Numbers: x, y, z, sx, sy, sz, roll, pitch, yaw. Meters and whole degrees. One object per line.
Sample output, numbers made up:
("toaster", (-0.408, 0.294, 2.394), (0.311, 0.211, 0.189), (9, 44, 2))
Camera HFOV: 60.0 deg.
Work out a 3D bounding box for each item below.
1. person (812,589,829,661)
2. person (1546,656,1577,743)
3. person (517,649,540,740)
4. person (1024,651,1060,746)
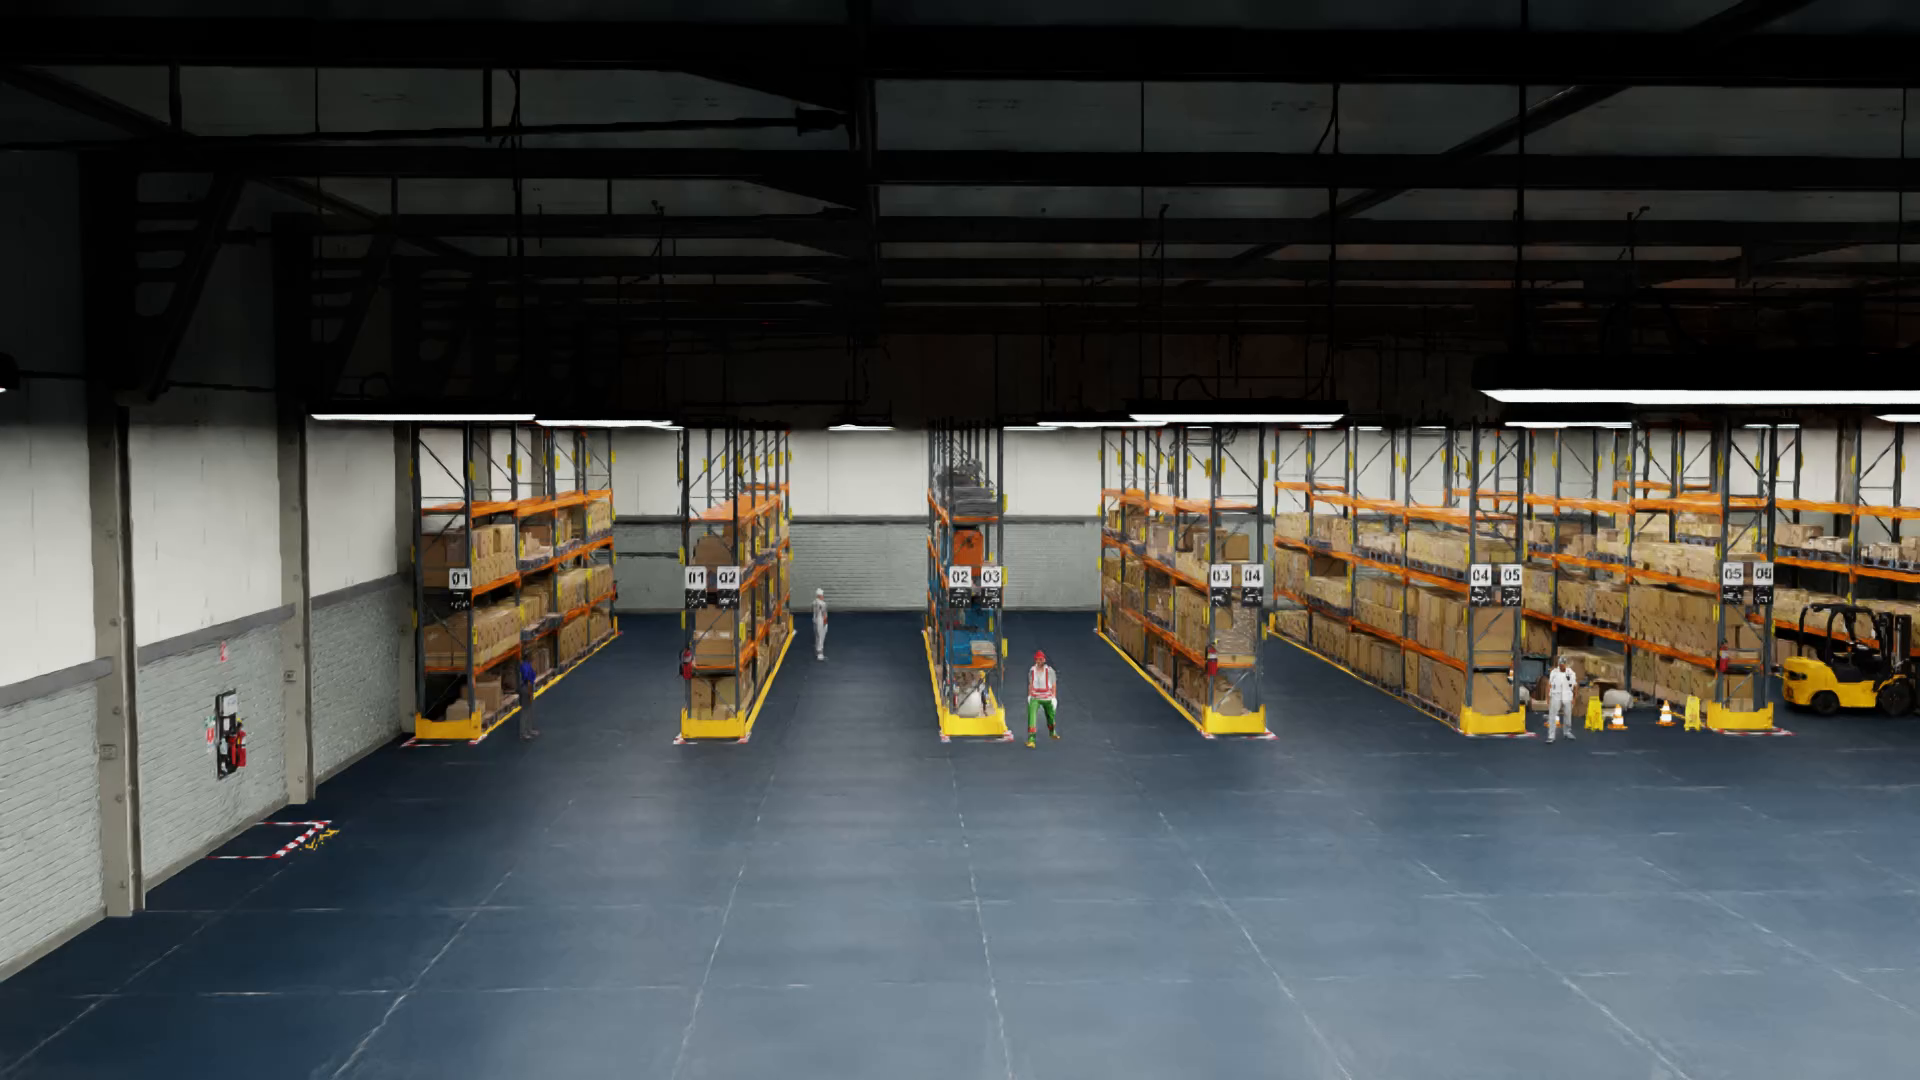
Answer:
("person", (-3.448, 2.105, 41.489), (0.442, 1.792, 0.606), (-2, 4, -33))
("person", (11.081, 2.921, 30.612), (0.520, 1.612, 0.935), (1, 4, 21))
("person", (-8.041, 2.854, 31.011), (0.443, 1.661, 0.547), (-2, 4, -25))
("person", (1.501, 2.880, 30.412), (0.596, 1.734, 0.976), (1, 4, 17))
